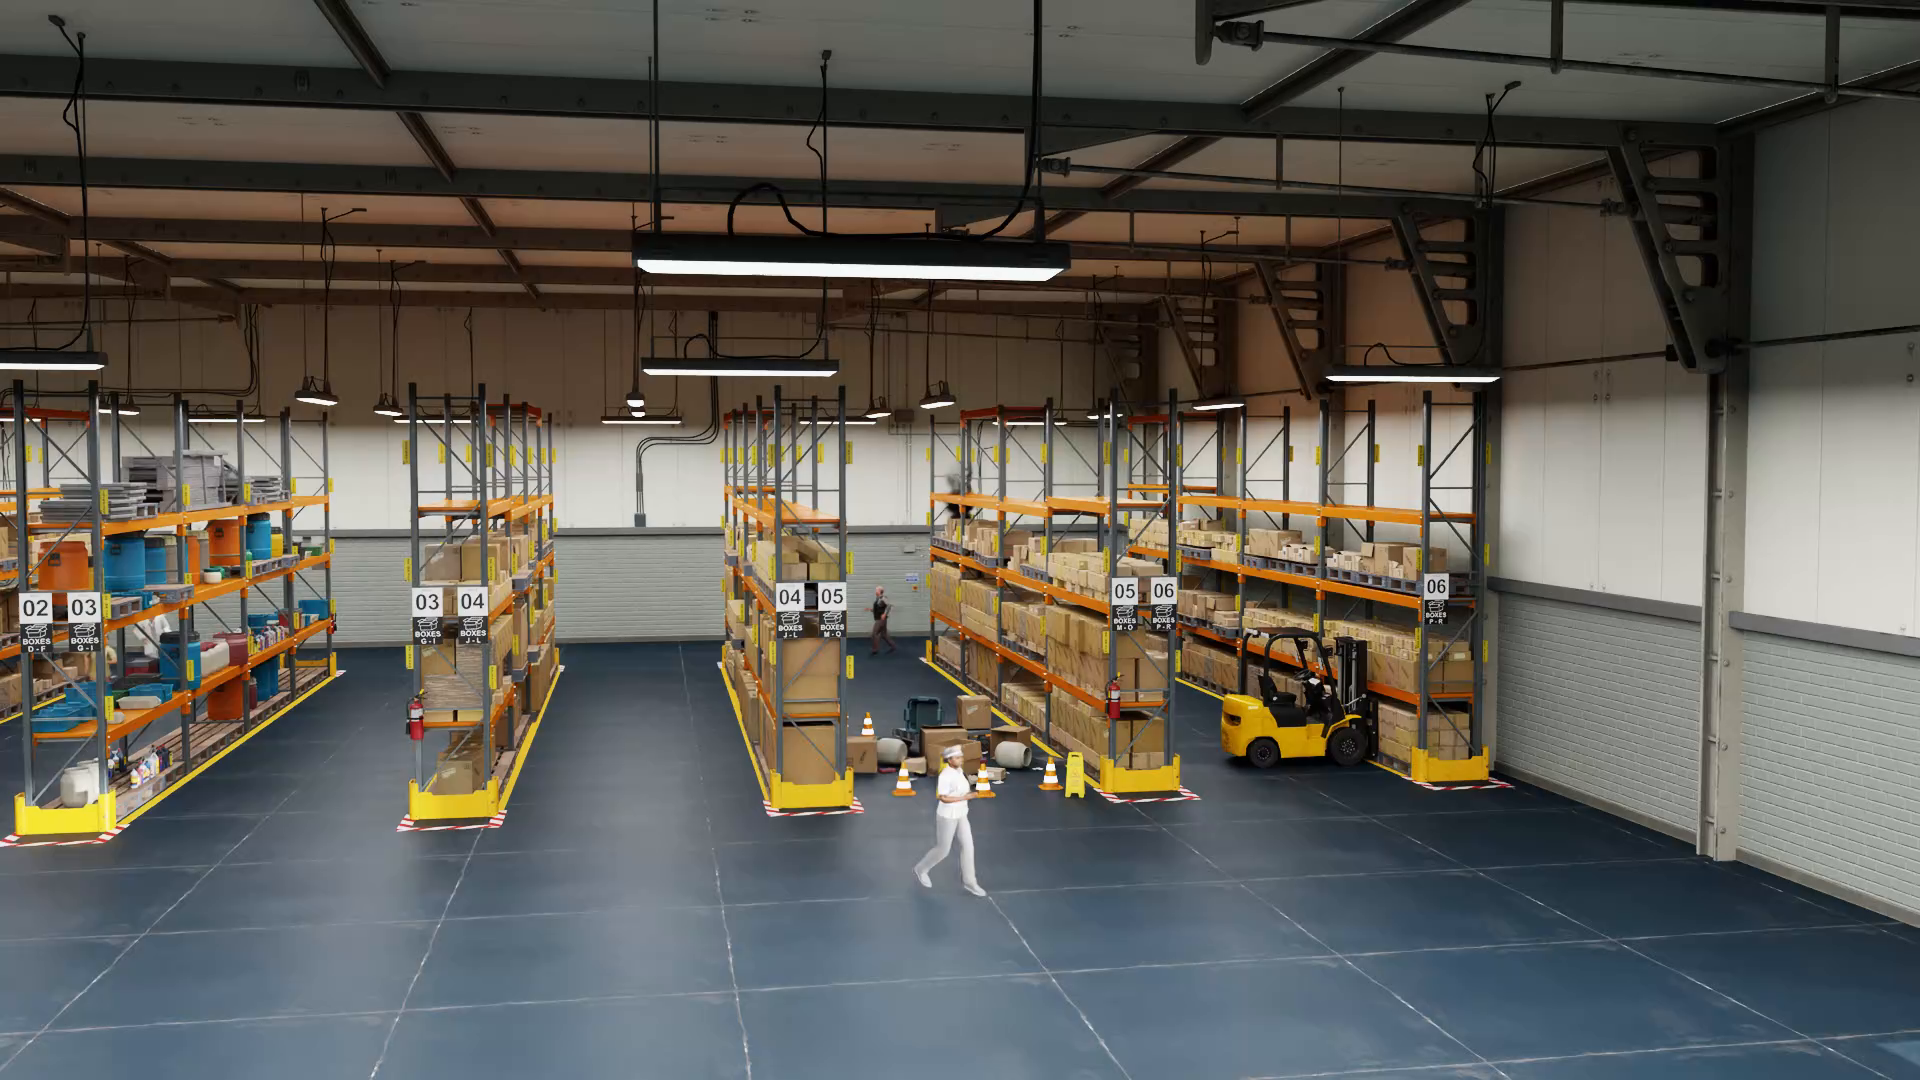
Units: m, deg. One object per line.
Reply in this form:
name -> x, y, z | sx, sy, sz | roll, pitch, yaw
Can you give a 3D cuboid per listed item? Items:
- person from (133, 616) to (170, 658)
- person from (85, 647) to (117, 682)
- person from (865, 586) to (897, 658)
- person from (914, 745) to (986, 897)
person -> -17.734, 2.289, 36.545 | 0.729, 1.718, 0.667 | -2, 3, -33
person -> -16.021, 2.614, 31.017 | 0.561, 1.613, 0.904 | -1, 3, -22
person -> -1.956, 2.040, 41.443 | 0.797, 1.784, 0.667 | 0, 3, -7
person -> -0.092, 3.170, 18.961 | 0.855, 1.702, 0.604 | 2, 3, 31
